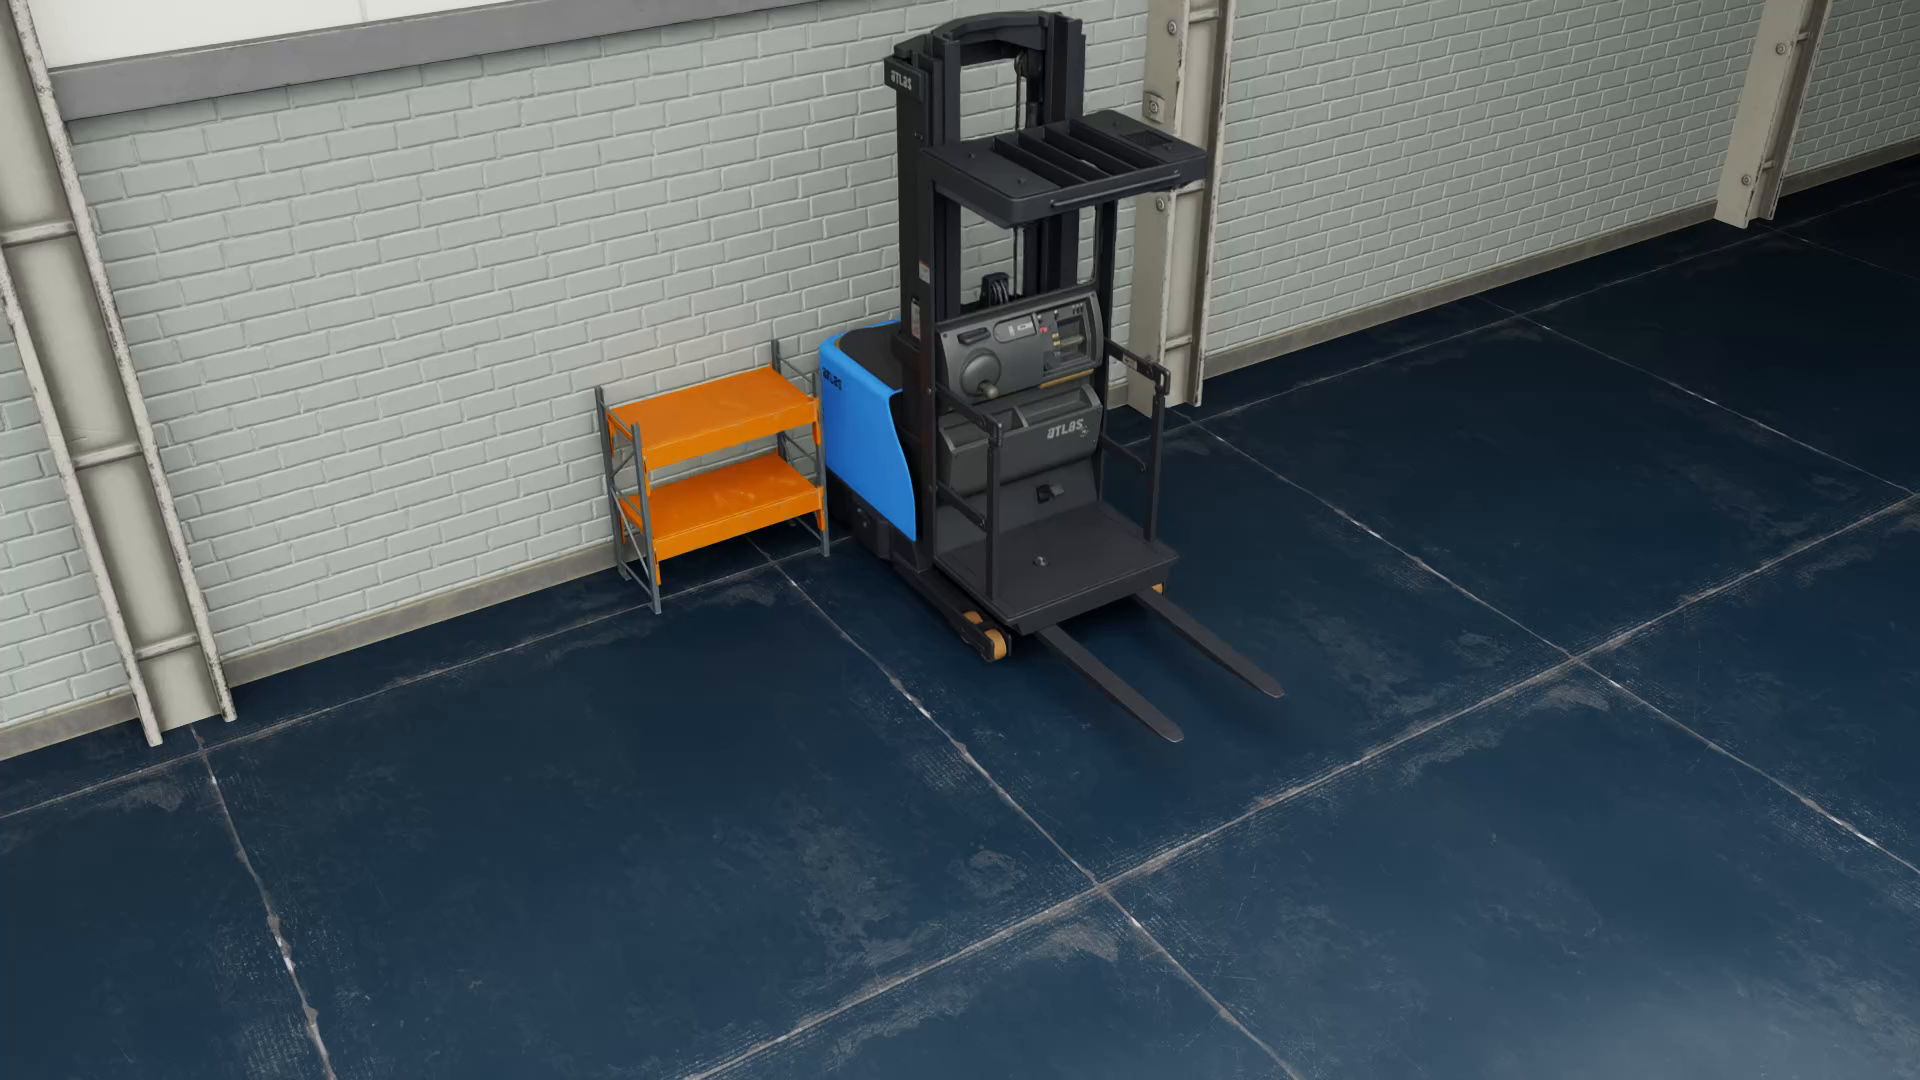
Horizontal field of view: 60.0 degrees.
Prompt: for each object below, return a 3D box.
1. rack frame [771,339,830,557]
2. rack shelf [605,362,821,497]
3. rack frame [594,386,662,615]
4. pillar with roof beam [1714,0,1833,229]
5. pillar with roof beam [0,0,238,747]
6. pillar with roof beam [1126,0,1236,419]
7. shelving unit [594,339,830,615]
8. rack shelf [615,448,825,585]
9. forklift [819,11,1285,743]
[{"bbox_3d":[-0.873,-0.496,9.104,0.032,1.125,0.500,-19,37,-28],"label":"rack frame"},{"bbox_3d":[-1.297,-0.595,8.711,1.000,0.278,0.538,-19,37,-28],"label":"rack shelf"},{"bbox_3d":[-1.722,-0.198,8.632,0.032,1.125,0.500,-19,37,-28],"label":"rack frame"},{"bbox_3d":[8.691,-4.496,8.064,0.400,9.000,9.100,-19,37,-27],"label":"pillar with roof beam"},{"bbox_3d":[-1.395,-1.027,2.565,0.400,9.000,9.100,-19,37,-27],"label":"pillar with roof beam"},{"bbox_3d":[3.648,-2.761,5.315,0.400,9.000,9.100,-19,37,-27],"label":"pillar with roof beam"},{"bbox_3d":[-1.297,-0.347,8.868,1.048,1.125,0.538,-19,37,-28],"label":"shelving unit"},{"bbox_3d":[-1.297,-0.140,8.998,1.000,0.278,0.538,-19,37,-28],"label":"rack shelf"},{"bbox_3d":[0.429,-0.912,8.070,1.130,2.935,3.031,-19,37,-27],"label":"forklift"}]
